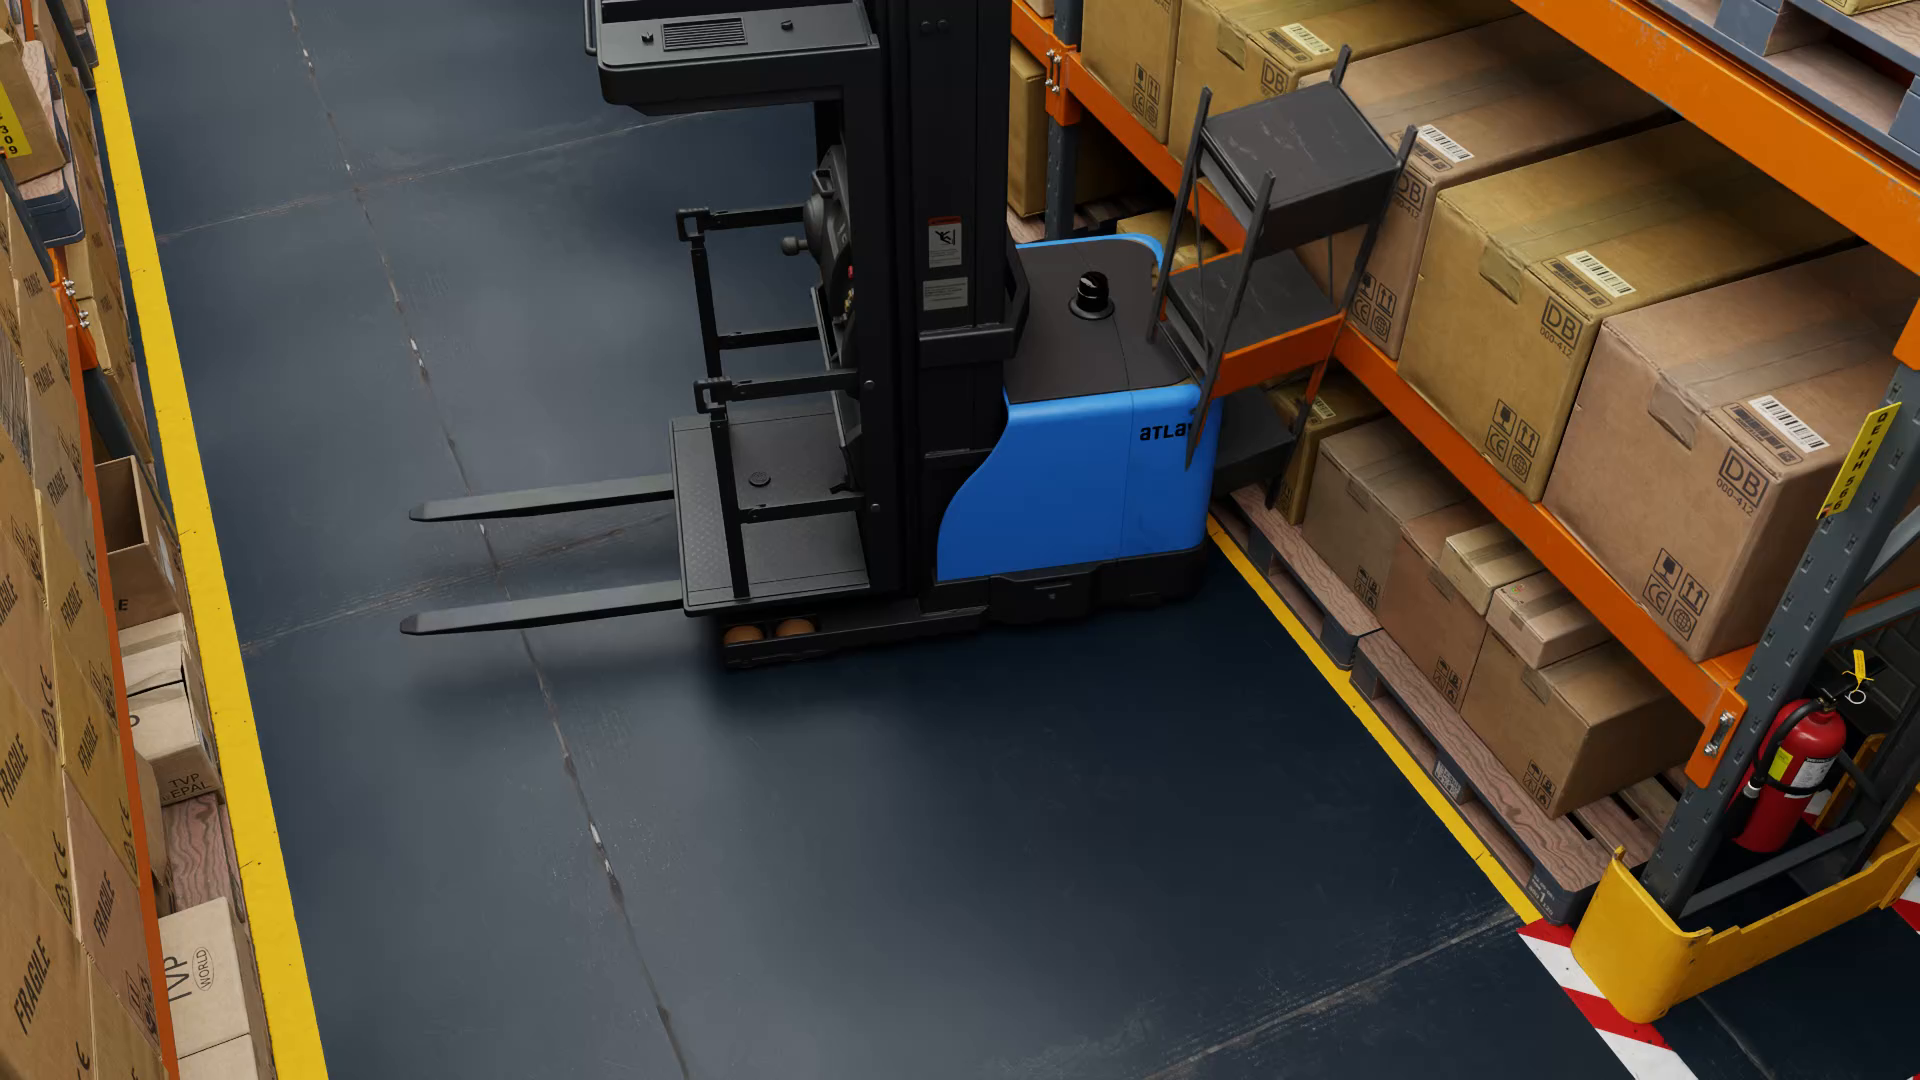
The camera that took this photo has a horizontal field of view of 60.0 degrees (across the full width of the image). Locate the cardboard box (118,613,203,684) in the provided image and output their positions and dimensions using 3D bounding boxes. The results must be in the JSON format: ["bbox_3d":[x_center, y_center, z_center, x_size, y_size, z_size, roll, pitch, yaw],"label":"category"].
[{"bbox_3d":[-2.913,0.442,5.882,0.380,0.149,0.250,-18,47,-17],"label":"cardboard box"}]

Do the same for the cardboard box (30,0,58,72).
[{"bbox_3d":[-4.670,-2.438,8.017,0.500,0.250,0.500,-16,47,-16],"label":"cardboard box"}]

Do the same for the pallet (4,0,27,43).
[{"bbox_3d":[-4.482,-2.159,6.939,1.003,0.211,1.213,-18,47,-17],"label":"pallet"}]

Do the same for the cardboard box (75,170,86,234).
[{"bbox_3d":[-4.025,-1.468,7.034,0.500,0.250,0.500,-18,47,-17],"label":"cardboard box"}]

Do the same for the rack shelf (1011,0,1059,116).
[{"bbox_3d":[0.030,-3.400,8.572,1.077,0.370,4.000,-18,47,-17],"label":"rack shelf"}]

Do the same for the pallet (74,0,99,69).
[{"bbox_3d":[-5.615,-3.009,9.649,1.003,0.211,1.213,-18,47,-17],"label":"pallet"}]

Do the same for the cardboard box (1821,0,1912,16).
[{"bbox_3d":[2.004,-1.420,3.655,0.500,0.250,0.500,-17,47,-16],"label":"cardboard box"}]

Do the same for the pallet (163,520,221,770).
[{"bbox_3d":[-3.334,0.514,6.079,1.003,0.211,1.213,-18,47,-17],"label":"pallet"}]

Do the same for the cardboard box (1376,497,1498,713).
[{"bbox_3d":[1.957,0.172,5.920,0.700,0.500,0.500,-18,47,-18],"label":"cardboard box"}]

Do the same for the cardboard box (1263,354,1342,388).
[{"bbox_3d":[1.291,-0.761,6.404,0.380,0.149,0.250,-19,48,-19],"label":"cardboard box"}]

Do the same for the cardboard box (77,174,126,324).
[{"bbox_3d":[-4.042,-1.221,7.318,0.500,0.500,0.500,-17,47,-17],"label":"cardboard box"}]

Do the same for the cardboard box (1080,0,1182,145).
[{"bbox_3d":[1.084,-2.138,6.567,0.980,0.700,0.700,-17,47,-17],"label":"cardboard box"}]

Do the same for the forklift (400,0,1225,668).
[{"bbox_3d":[-0.620,-0.965,5.641,3.031,2.935,1.130,-7,45,-7],"label":"forklift"}]

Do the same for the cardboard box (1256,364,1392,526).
[{"bbox_3d":[1.514,-0.486,6.587,0.700,0.500,0.500,-17,47,-16],"label":"cardboard box"}]

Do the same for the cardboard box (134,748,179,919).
[{"bbox_3d":[-2.827,1.011,5.053,0.797,0.503,0.637,-18,47,-17],"label":"cardboard box"}]

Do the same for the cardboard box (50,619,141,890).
[{"bbox_3d":[-2.318,0.589,3.947,0.500,0.500,0.500,-18,47,-18],"label":"cardboard box"}]

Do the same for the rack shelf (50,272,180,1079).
[{"bbox_3d":[-2.781,0.614,4.504,1.077,0.370,4.000,-18,47,-17],"label":"rack shelf"}]

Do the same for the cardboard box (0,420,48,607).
[{"bbox_3d":[-2.534,-0.094,3.927,0.500,0.500,0.500,-18,48,-18],"label":"cardboard box"}]

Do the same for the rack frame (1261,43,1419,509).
[{"bbox_3d":[1.195,-0.794,5.838,0.015,2.100,0.400,-20,61,-15],"label":"rack frame"}]

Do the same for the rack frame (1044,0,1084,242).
[{"bbox_3d":[0.871,-2.382,7.028,1.000,3.000,0.127,-18,47,-17],"label":"rack frame"}]

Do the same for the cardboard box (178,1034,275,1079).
[{"bbox_3d":[-2.122,1.706,4.530,0.500,0.250,0.500,-18,47,-17],"label":"cardboard box"}]

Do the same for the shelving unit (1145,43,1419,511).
[{"bbox_3d":[0.974,-0.713,5.773,0.503,2.100,0.431,-20,61,-15],"label":"shelving unit"}]

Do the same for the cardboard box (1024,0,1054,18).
[{"bbox_3d":[0.472,-2.431,7.243,0.380,0.149,0.250,-18,47,-17],"label":"cardboard box"}]

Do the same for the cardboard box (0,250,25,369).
[{"bbox_3d":[-2.957,-0.736,4.577,0.500,0.500,0.500,-19,48,-18],"label":"cardboard box"}]

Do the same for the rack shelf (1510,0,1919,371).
[{"bbox_3d":[1.712,-1.919,4.935,1.077,0.370,4.000,-18,47,-17],"label":"rack shelf"}]

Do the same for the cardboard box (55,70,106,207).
[{"bbox_3d":[-4.480,-1.876,7.982,0.500,0.500,0.500,-20,48,-19],"label":"cardboard box"}]

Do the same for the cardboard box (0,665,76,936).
[{"bbox_3d":[-2.114,0.550,3.274,0.500,0.500,0.500,-18,47,-17],"label":"cardboard box"}]

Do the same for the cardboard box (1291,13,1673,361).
[{"bbox_3d":[1.701,-1.210,5.627,0.980,0.700,0.700,-20,48,-19],"label":"cardboard box"}]

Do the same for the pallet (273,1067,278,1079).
[{"bbox_3d":[-2.308,2.069,4.503,1.003,0.211,1.213,-18,47,-17],"label":"pallet"}]

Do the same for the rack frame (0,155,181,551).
[{"bbox_3d":[-3.622,-0.916,5.543,1.000,3.000,0.127,-18,47,-17],"label":"rack frame"}]

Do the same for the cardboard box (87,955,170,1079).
[{"bbox_3d":[-1.887,1.237,3.290,0.500,0.500,0.500,-17,47,-17],"label":"cardboard box"}]

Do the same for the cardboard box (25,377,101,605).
[{"bbox_3d":[-2.743,-0.054,4.598,0.500,0.500,0.500,-17,47,-17],"label":"cardboard box"}]

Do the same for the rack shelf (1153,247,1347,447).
[{"bbox_3d":[0.974,-0.705,5.785,0.480,0.518,0.431,-20,61,-15],"label":"rack shelf"}]

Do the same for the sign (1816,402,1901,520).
[{"bbox_3d":[2.055,-0.178,3.801,0.100,0.325,0.005,-18,47,-17],"label":"sign"}]

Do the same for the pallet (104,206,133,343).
[{"bbox_3d":[-4.515,-1.209,7.825,1.003,0.211,1.213,-18,47,-17],"label":"pallet"}]

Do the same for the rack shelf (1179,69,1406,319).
[{"bbox_3d":[1.010,-1.076,5.192,0.480,0.518,0.431,-20,61,-15],"label":"rack shelf"}]

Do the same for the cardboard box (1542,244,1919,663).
[{"bbox_3d":[2.329,-0.261,4.666,0.980,0.700,0.700,-16,47,-16],"label":"cardboard box"}]

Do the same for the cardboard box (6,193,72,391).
[{"bbox_3d":[-3.179,-0.709,5.262,0.500,0.500,0.500,-17,47,-17],"label":"cardboard box"}]

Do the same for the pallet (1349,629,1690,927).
[{"bbox_3d":[2.146,0.674,5.917,1.003,0.211,1.213,-18,47,-17],"label":"pallet"}]

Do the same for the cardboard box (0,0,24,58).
[{"bbox_3d":[-3.965,-1.889,6.158,0.700,0.500,0.500,-11,46,-11],"label":"cardboard box"}]

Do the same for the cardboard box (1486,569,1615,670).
[{"bbox_3d":[1.948,0.232,5.398,0.380,0.149,0.250,-19,48,-18],"label":"cardboard box"}]

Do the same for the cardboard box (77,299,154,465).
[{"bbox_3d":[-3.604,-0.563,6.652,0.500,0.500,0.500,-20,48,-19],"label":"cardboard box"}]
